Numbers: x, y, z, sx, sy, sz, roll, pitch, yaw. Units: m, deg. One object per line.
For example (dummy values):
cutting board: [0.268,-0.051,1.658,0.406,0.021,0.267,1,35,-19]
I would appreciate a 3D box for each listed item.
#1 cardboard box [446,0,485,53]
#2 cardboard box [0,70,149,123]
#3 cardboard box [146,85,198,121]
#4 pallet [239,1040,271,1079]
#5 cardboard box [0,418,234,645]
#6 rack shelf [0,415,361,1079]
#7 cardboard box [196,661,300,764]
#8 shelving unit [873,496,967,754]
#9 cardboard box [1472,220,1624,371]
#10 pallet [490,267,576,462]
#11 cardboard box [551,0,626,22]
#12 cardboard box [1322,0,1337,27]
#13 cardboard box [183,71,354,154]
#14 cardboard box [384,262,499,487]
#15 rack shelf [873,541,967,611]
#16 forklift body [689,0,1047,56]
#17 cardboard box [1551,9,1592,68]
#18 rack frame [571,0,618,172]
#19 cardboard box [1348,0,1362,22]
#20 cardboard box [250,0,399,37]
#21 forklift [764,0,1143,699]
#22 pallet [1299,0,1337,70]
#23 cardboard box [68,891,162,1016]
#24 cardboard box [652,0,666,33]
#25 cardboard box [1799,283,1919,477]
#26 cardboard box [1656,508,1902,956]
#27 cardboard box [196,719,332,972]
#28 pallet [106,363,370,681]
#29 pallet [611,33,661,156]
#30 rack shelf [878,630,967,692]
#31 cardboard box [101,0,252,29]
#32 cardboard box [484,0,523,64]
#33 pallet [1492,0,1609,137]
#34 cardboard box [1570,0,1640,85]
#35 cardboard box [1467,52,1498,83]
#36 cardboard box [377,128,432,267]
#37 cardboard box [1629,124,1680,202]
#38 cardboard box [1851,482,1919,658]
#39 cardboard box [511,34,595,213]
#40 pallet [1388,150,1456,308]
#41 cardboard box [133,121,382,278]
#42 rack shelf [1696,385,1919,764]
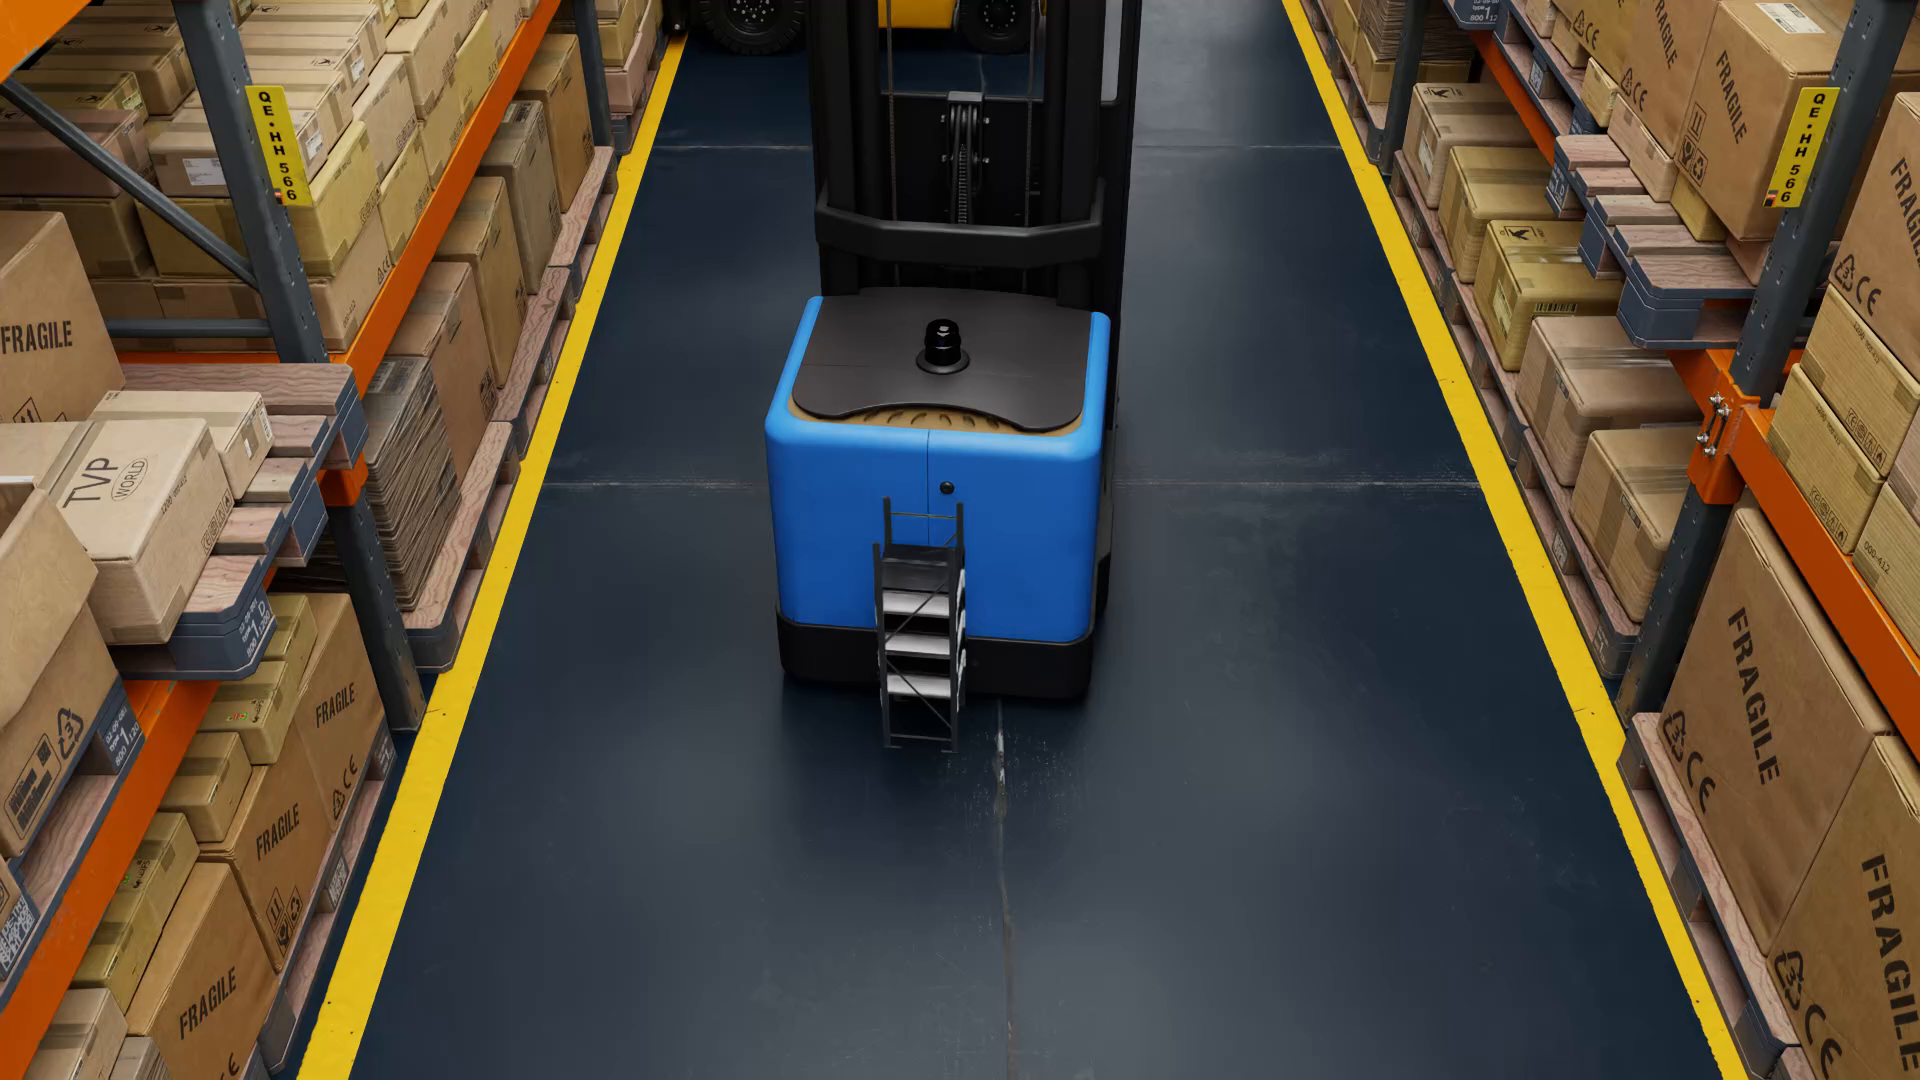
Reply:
cardboard box: [-2.043,-1.949,6.003,0.500,0.250,0.500,0,39,1]
cardboard box: [-2.594,-1.234,4.792,0.380,0.149,0.250,1,39,1]
cardboard box: [-2.560,-1.312,5.208,0.500,0.250,0.500,0,39,0]
pallet: [-2.317,1.741,3.908,1.003,0.211,1.213,0,39,0]
cardboard box: [-1.954,-0.020,3.661,0.500,0.250,0.500,-2,39,-2]
rack shelf: [-2.277,0.957,3.233,1.077,0.370,4.000,0,39,0]
cardboard box: [-1.994,0.463,4.418,0.380,0.149,0.250,-2,39,-2]
shelving unit: [-0.118,0.281,5.169,0.258,0.900,0.210,4,43,5]
cardboard box: [2.690,-1.008,6.875,0.950,0.372,0.625,1,39,1]
pallet: [-2.239,-0.762,7.033,1.003,0.211,1.213,0,39,0]
cardboard box: [-1.970,-2.860,8.483,0.500,0.250,0.500,-1,39,-1]
cardboard box: [2.404,-3.193,9.699,0.500,0.250,0.500,1,39,1]
cardboard box: [-1.986,-1.233,4.792,0.380,0.149,0.250,1,39,1]
cardboard box: [-2.275,-0.611,6.176,0.875,0.625,0.625,1,39,1]
rack shelf: [-0.119,0.107,5.010,0.258,0.077,0.200,4,43,5]
forklift body: [-0.462,-4.062,9.599,2.313,2.155,1.214,0,39,0]
cardboard box: [2.368,-1.820,5.988,0.380,0.149,0.250,-1,39,-1]
rack frame: [-2.284,-3.076,7.690,1.000,3.000,0.127,0,39,0]
cardboard box: [2.409,-3.153,9.050,0.500,0.500,0.500,1,39,1]
cardboard box: [-2.055,-1.715,5.392,0.380,0.149,0.250,0,39,0]
forklift: [0.069,-1.534,5.820,1.130,2.935,3.031,4,39,5]
pallet: [2.640,-3.179,10.048,1.003,0.211,1.213,0,39,0]
cardboard box: [-2.082,0.949,3.812,0.380,0.149,0.250,-1,39,-1]
cardboard box: [-1.985,-3.109,9.593,0.500,0.250,0.500,1,39,1]
cardboard box: [2.438,-0.400,4.071,0.500,0.250,0.500,0,39,0]
cardboard box: [2.602,0.517,4.570,0.875,0.875,0.875,0,39,0]
cardboard box: [-2.073,0.814,4.498,0.500,0.500,0.500,-1,39,-1]
pallet: [-2.208,-0.076,4.100,1.213,0.211,1.003,0,39,0]
pallet: [-2.243,-2.485,9.182,1.003,0.211,1.213,0,39,0]
rack shelf: [-0.117,0.372,5.253,0.258,0.077,0.200,4,43,5]
cardboard box: [-2.526,-1.713,5.390,0.380,0.149,0.250,0,39,0]
cardboard box: [-2.045,-2.078,6.564,0.500,0.250,0.500,0,39,0]
pallet: [2.642,-1.744,6.180,1.003,0.211,1.213,0,39,0]
cardboard box: [2.393,-1.823,5.472,0.500,0.500,0.500,-3,39,-3]
cardboard box: [2.949,-2.542,8.886,0.500,0.250,0.500,-2,39,-2]
cardboard box: [-2.031,-1.108,5.354,0.500,0.250,0.500,-1,39,-1]
cardboard box: [2.331,-1.176,5.184,0.380,0.149,0.250,0,39,0]
cardboard box: [2.452,0.105,3.840,0.500,0.250,0.500,-1,39,-1]
cardboard box: [-2.272,-1.987,7.894,0.875,0.625,0.625,2,39,2]
pallet: [2.683,-1.507,7.962,1.003,0.211,1.213,0,39,0]
cardboard box: [-2.010,-0.989,4.806,0.500,0.250,0.500,0,39,0]
rack shelf: [2.687,0.951,3.240,1.077,0.370,4.000,0,39,0]
